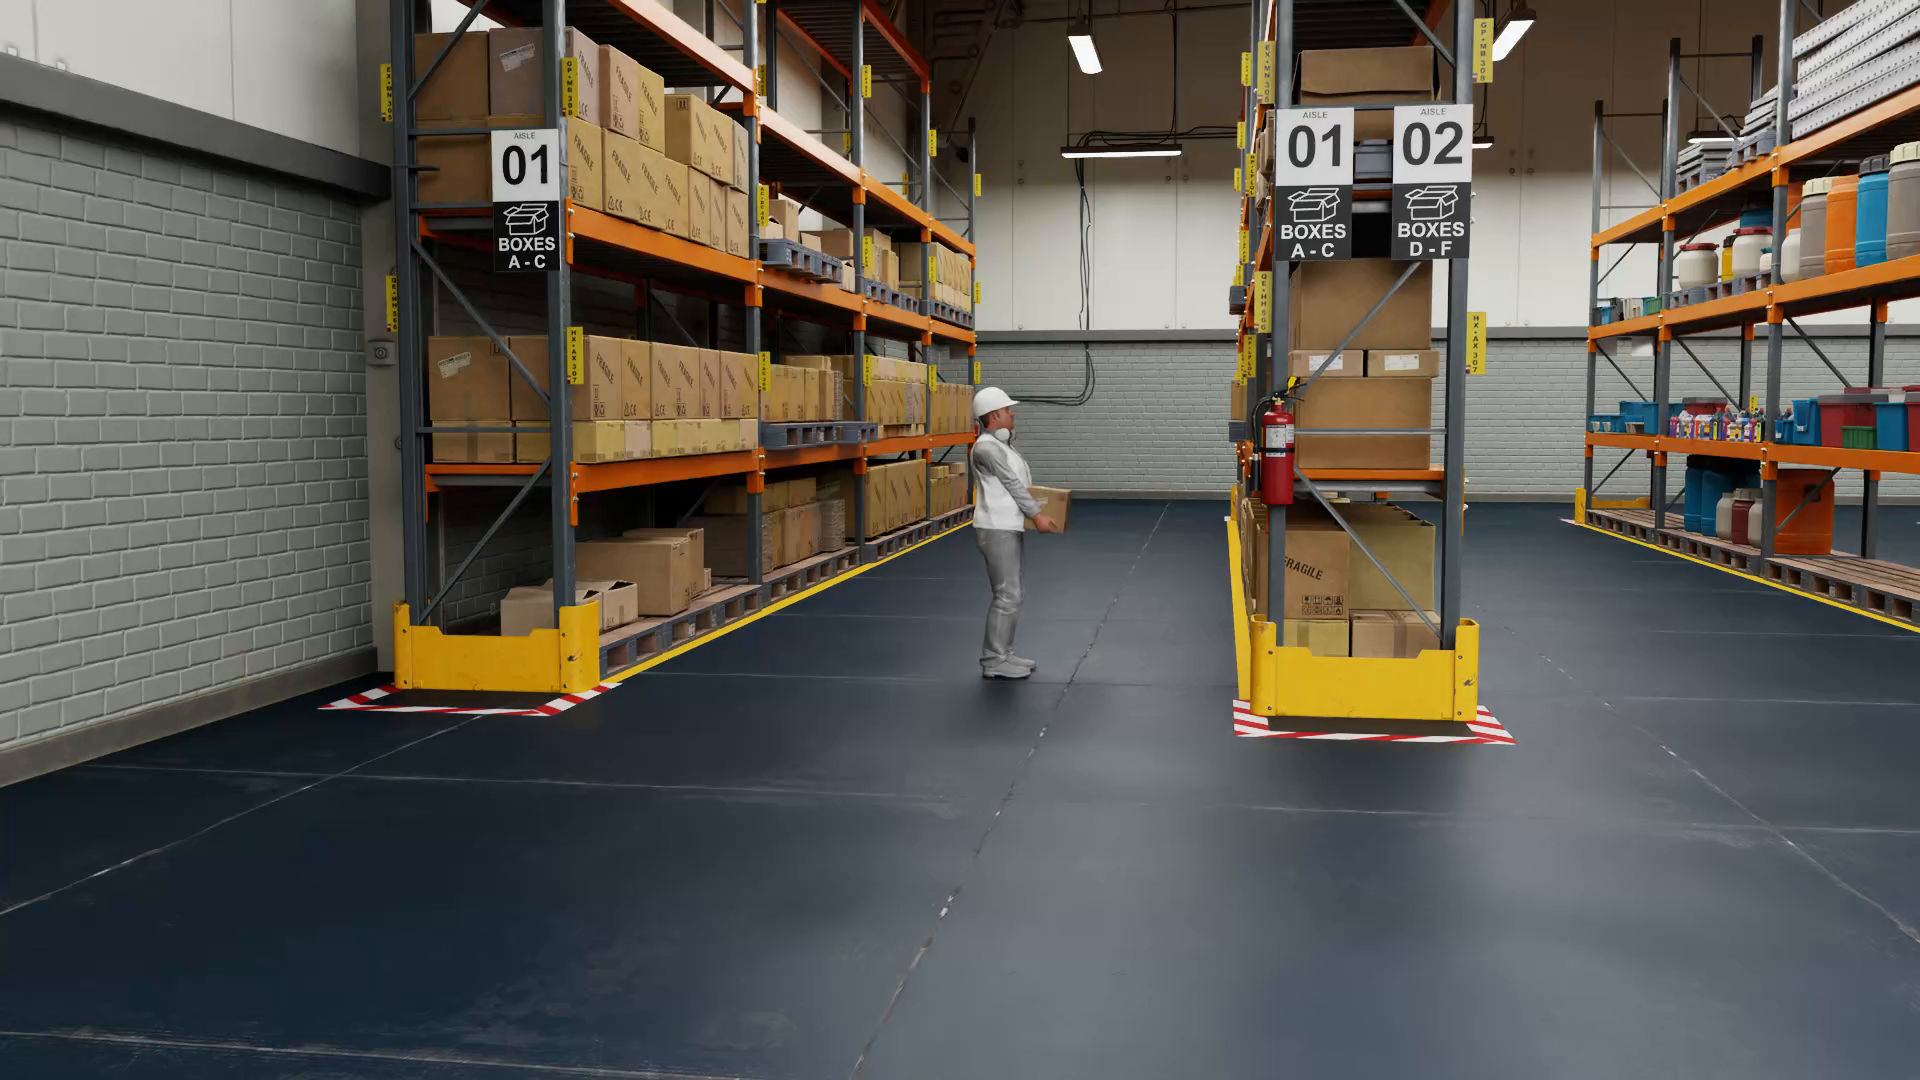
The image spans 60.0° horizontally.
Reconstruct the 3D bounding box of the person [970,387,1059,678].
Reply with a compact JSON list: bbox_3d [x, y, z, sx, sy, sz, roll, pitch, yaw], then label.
[{"bbox_3d":[0.351,-0.055,10.230,0.553,1.762,0.494,1,4,9],"label":"person"}]
